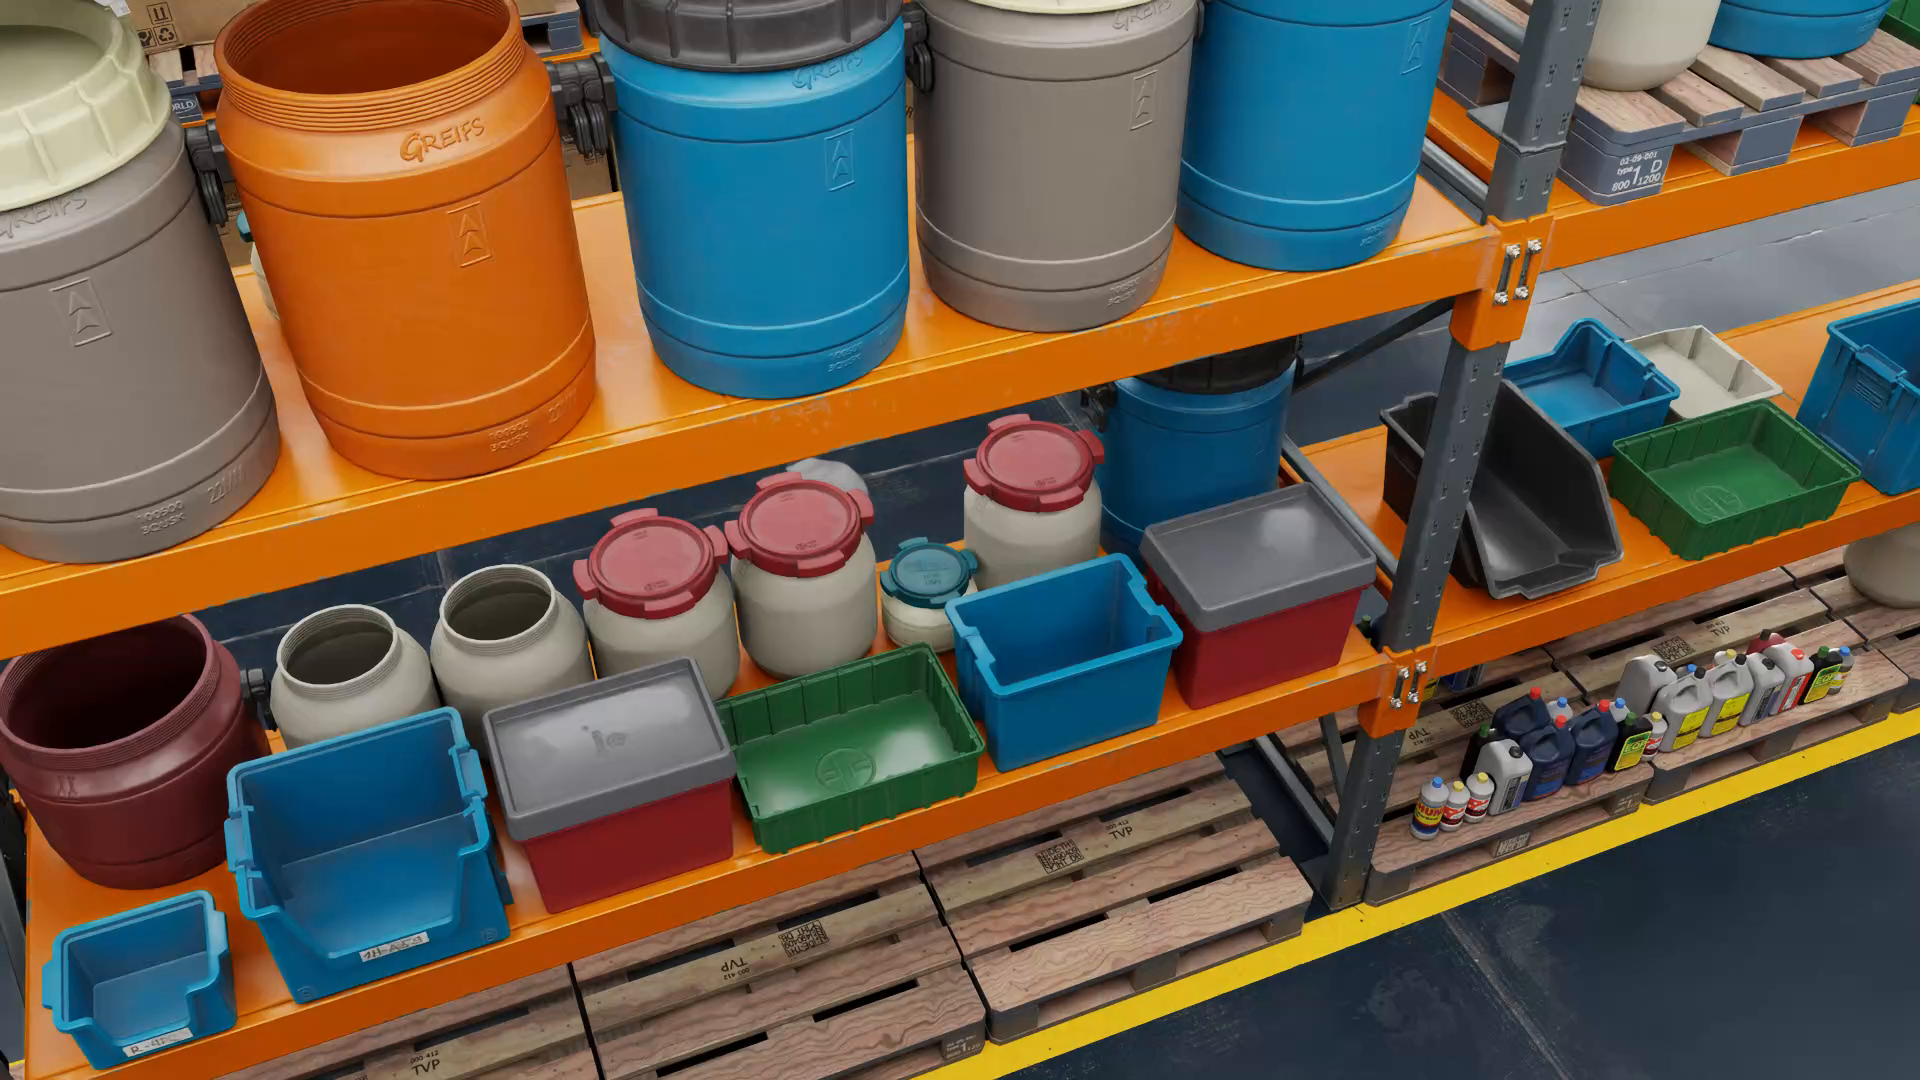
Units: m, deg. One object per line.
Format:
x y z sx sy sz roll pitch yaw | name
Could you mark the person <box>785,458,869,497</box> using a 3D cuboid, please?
-0.460 0.431 5.689 0.342 1.707 0.466 -14 44 -15 | person
